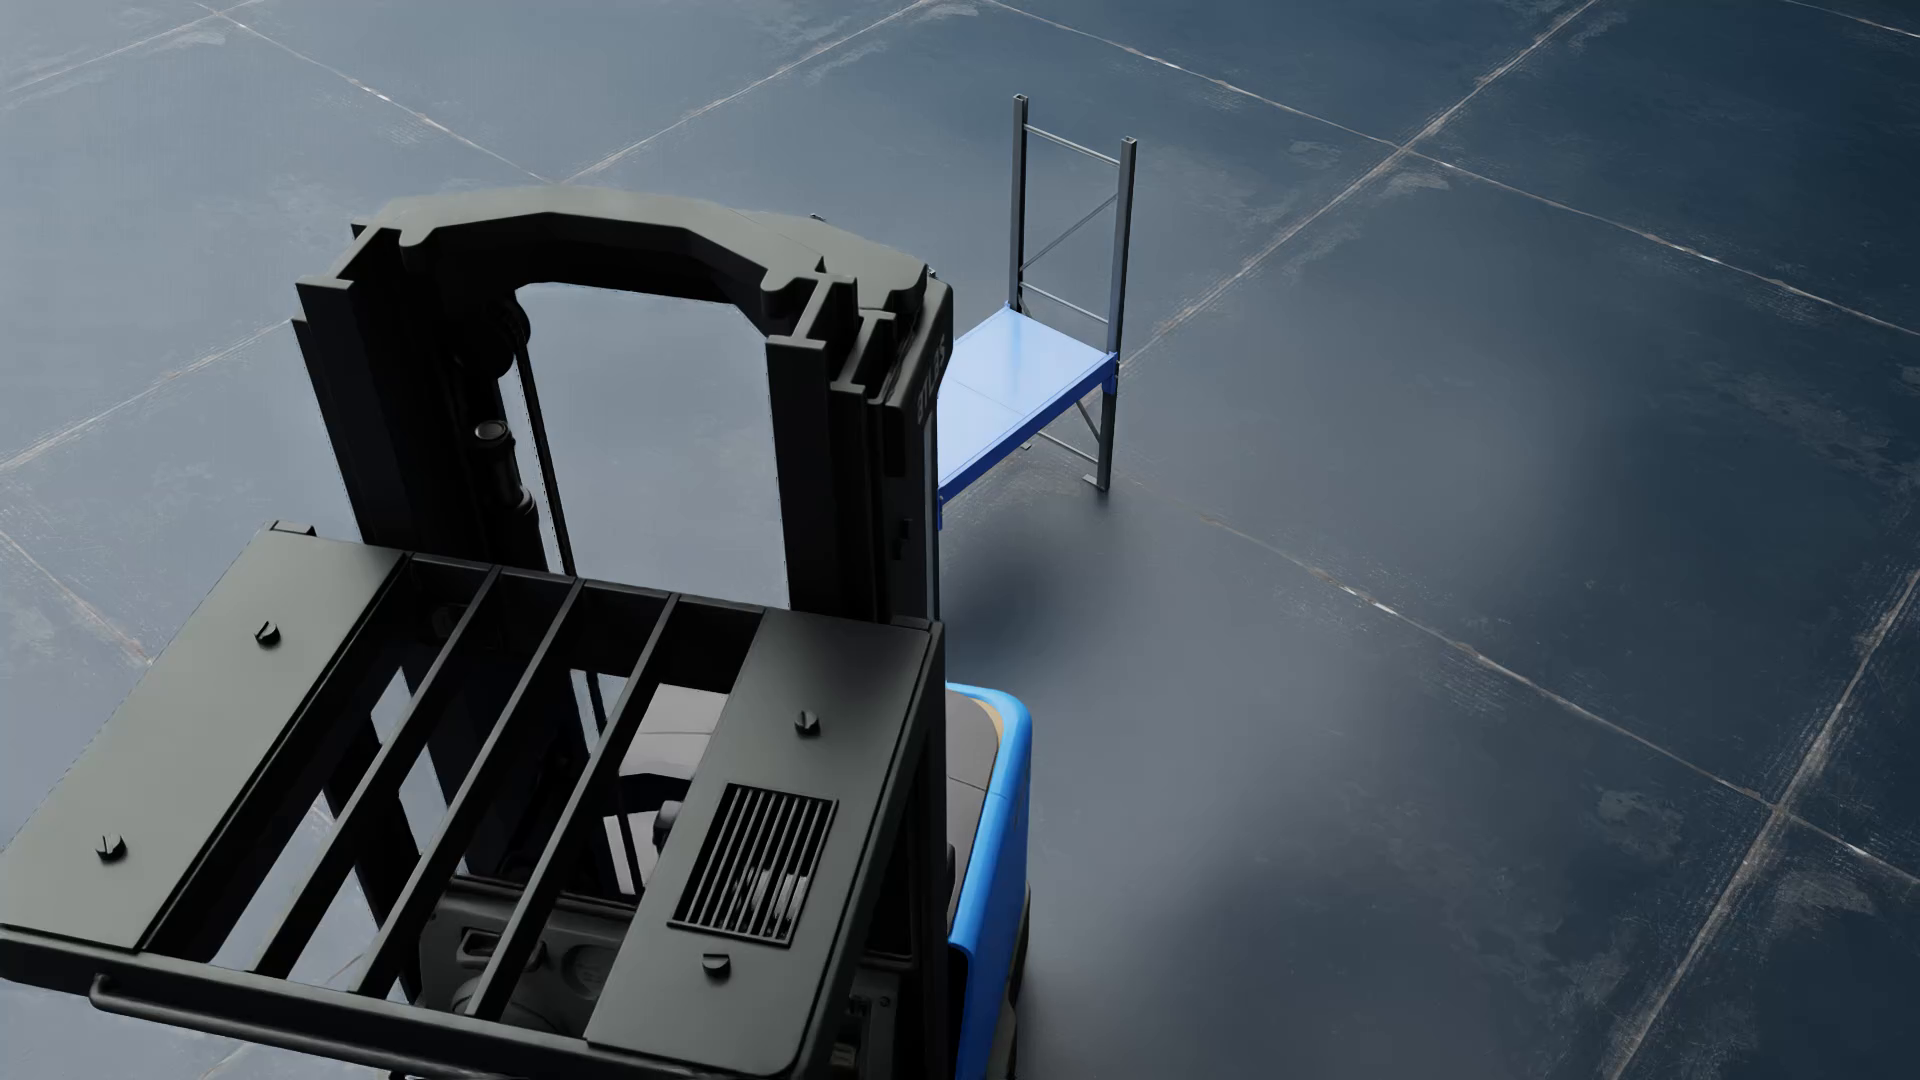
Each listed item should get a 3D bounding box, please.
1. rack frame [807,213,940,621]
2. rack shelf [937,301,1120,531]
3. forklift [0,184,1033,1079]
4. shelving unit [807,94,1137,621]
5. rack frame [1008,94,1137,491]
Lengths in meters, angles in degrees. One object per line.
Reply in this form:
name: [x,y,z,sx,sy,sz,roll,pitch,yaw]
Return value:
rack frame: [-0.272,-0.337,5.506,0.500,1.500,0.032,29,50,28]
rack shelf: [0.055,-0.466,5.915,0.538,0.185,1.000,29,50,28]
forklift: [-0.615,1.003,2.968,1.130,2.935,3.031,8,43,9]
shelving unit: [0.055,-0.599,5.794,0.538,1.500,1.048,29,50,28]
rack frame: [0.382,-0.861,6.082,0.500,1.500,0.032,29,50,28]
